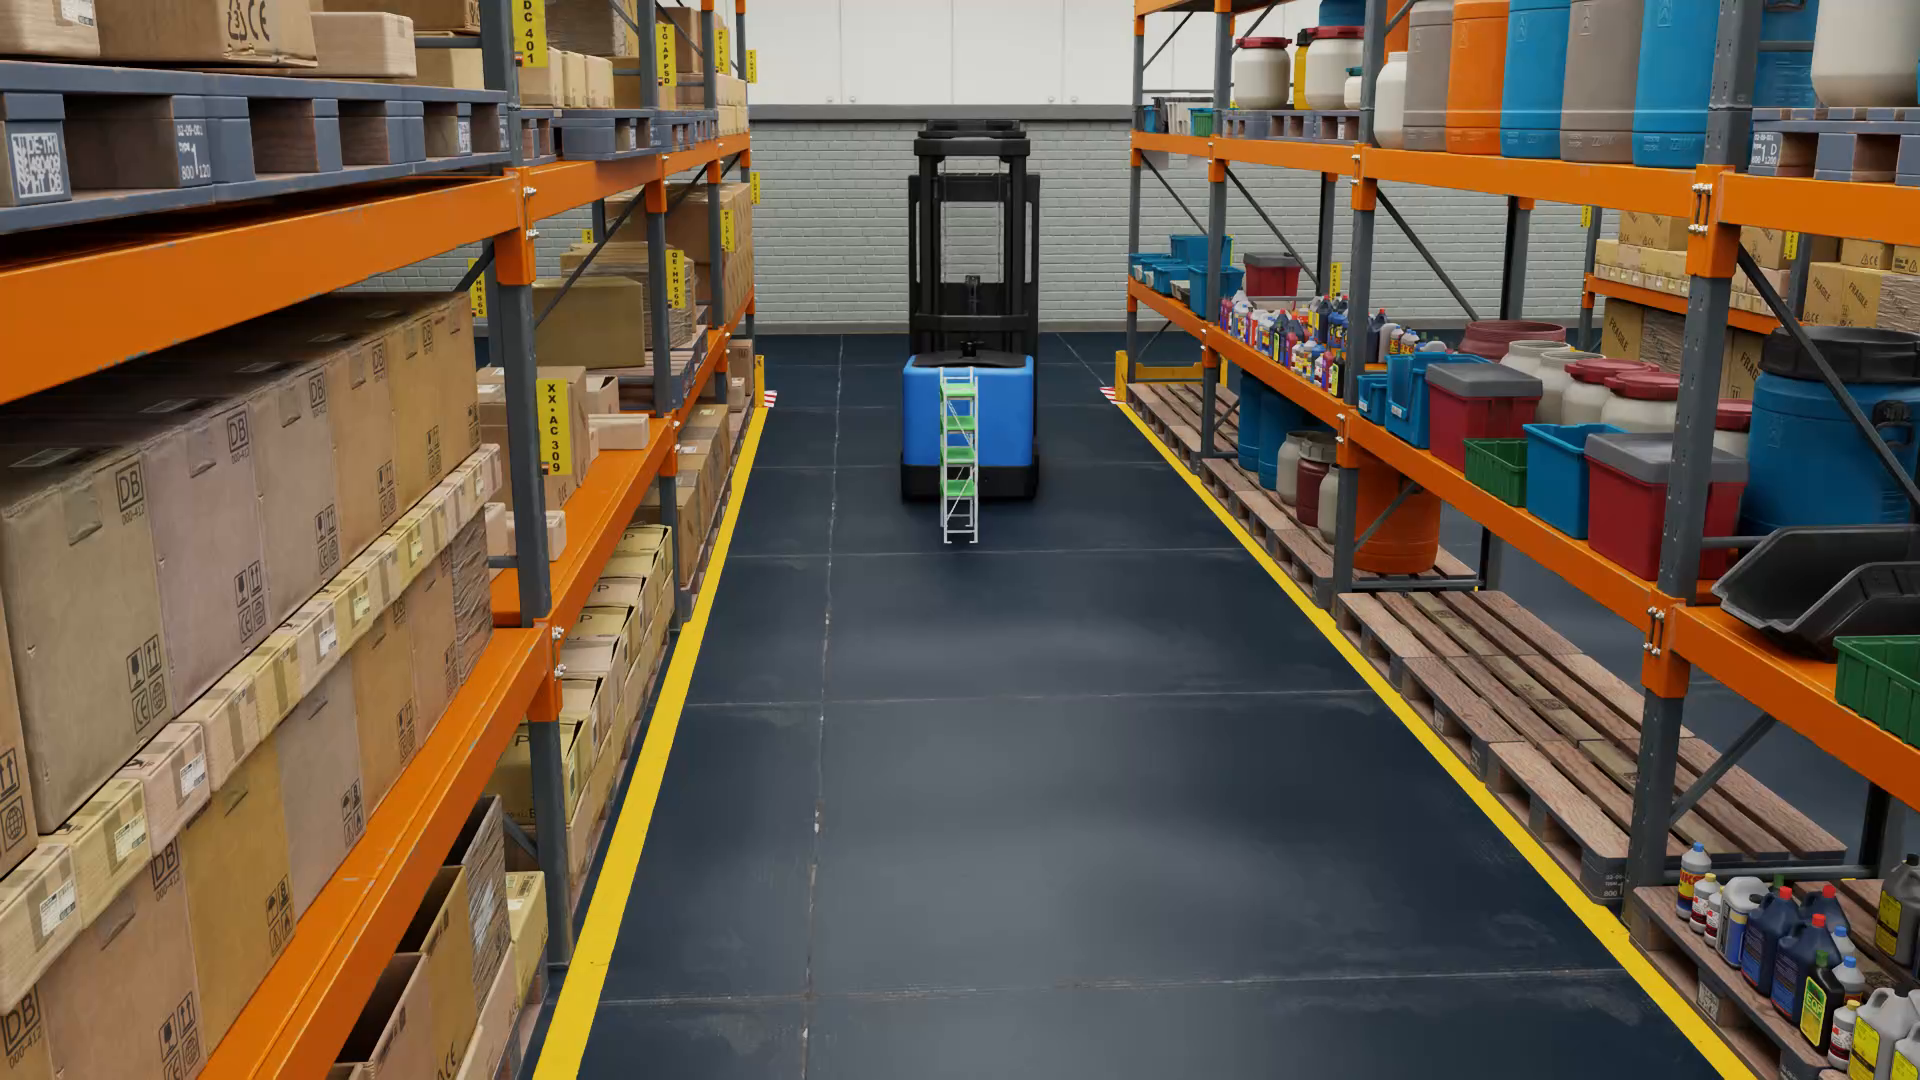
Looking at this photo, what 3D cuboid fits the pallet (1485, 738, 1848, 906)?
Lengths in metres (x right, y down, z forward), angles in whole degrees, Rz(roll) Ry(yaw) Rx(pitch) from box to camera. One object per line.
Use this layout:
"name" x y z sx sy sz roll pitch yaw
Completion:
"pallet" 2.940 1.168 7.063 1.003 0.211 1.213 -1 14 -3

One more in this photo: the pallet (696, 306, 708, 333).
"pallet" -2.472 -1.608 12.643 1.003 0.211 1.213 -1 14 -3

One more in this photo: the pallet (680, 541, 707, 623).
"pallet" -2.173 0.257 10.603 1.003 0.211 1.213 -1 14 -3

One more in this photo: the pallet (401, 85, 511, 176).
"pallet" -1.838 -1.110 4.479 1.003 0.211 1.213 -1 14 -3

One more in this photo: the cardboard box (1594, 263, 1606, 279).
"cardboard box" 6.920 -2.833 17.523 0.380 0.149 0.250 -1 14 -3

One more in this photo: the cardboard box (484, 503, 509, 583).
"cardboard box" -1.991 0.039 6.157 0.500 0.250 0.500 0 14 0

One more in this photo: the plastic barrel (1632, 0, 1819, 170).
"plastic barrel" 2.779 -1.806 6.001 0.600 0.901 0.708 -1 14 -3

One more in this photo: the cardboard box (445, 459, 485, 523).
"cardboard box" -1.673 -0.149 5.083 0.380 0.149 0.250 -1 14 -5

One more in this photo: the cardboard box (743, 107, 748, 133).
"cardboard box" -2.365 -4.153 16.428 0.500 0.250 0.500 -1 14 -3

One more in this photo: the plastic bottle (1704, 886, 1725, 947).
"plastic bottle" 2.622 1.291 5.722 0.097 0.201 0.097 0 14 0

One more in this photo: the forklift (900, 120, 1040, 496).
"forklift" 0.128 -2.073 14.203 1.130 2.935 3.031 1 14 3

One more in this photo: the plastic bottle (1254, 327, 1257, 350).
"plastic bottle" 2.218 -1.500 12.237 0.097 0.201 0.097 0 14 0

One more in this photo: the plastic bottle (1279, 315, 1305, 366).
"plastic bottle" 2.290 -1.377 11.458 0.144 0.351 0.185 -1 14 -3

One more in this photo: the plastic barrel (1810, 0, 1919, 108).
"plastic barrel" 2.858 -1.588 5.091 0.421 0.512 0.421 0 14 0

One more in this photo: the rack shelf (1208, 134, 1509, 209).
"rack shelf" 2.656 -2.584 11.474 1.077 0.370 4.000 -1 14 -3

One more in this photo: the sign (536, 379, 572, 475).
"sign" -1.363 -0.379 5.582 0.100 0.325 0.005 -1 14 -3

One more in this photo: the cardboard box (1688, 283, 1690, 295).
"cardboard box" 7.049 -2.322 15.537 0.380 0.149 0.250 -1 14 -4

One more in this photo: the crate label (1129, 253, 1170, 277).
"crate label" 1.971 -2.854 17.313 0.416 0.233 0.303 -1 14 -3

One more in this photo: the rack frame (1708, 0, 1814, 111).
"rack frame" 3.028 -2.893 5.211 1.000 3.000 0.127 -1 14 -3

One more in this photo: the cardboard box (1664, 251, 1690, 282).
"cardboard box" 7.092 -2.613 15.864 0.500 0.250 0.500 -1 14 -5

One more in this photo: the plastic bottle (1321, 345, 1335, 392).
"plastic bottle" 2.315 -1.077 10.428 0.061 0.283 0.133 -1 14 -3

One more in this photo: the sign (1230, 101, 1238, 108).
"sign" 2.832 -4.387 17.246 0.100 0.325 0.005 -1 14 -3

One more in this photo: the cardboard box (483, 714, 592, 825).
"cardboard box" -1.694 0.838 6.300 0.500 0.311 0.500 -1 14 -3

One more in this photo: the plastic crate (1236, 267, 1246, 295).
"plastic crate" 2.621 -2.332 15.186 0.437 0.282 0.530 -1 14 -3

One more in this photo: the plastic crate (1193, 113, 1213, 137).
"plastic crate" 2.204 -3.428 13.735 0.450 0.188 0.662 -1 14 -3

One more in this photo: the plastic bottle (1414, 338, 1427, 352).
"plastic bottle" 3.006 -1.176 10.836 0.097 0.271 0.097 0 14 0

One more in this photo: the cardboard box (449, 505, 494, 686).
"cardboard box" -1.883 0.150 5.224 0.700 0.500 0.500 -1 14 -5

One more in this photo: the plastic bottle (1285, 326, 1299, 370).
"plastic bottle" 2.258 -1.304 11.310 0.061 0.283 0.133 -1 14 -3

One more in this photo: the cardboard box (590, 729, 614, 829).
"cardboard box" -1.725 0.985 6.854 0.500 0.250 0.500 -1 14 -2

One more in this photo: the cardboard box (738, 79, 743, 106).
"cardboard box" -2.342 -4.270 15.882 0.500 0.250 0.500 -1 14 -3

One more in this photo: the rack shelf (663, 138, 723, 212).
"rack shelf" -2.288 -2.509 11.180 1.077 0.370 4.000 -1 14 -3

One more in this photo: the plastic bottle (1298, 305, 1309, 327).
"plastic bottle" 2.756 -1.781 13.329 0.097 0.201 0.097 0 14 0

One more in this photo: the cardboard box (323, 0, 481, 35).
"cardboard box" -1.915 -2.013 5.763 0.500 0.500 0.500 -1 14 -3

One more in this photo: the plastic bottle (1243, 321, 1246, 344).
"plastic bottle" 2.195 -1.591 12.590 0.097 0.201 0.097 0 14 0

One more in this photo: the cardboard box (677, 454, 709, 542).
"cardboard box" -1.971 -0.282 11.236 0.500 0.500 0.500 -1 14 -4

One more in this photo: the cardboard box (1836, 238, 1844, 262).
"cardboard box" 7.701 -2.611 14.355 0.500 0.500 0.500 -1 14 -3

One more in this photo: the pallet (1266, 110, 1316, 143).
"pallet" 2.751 -2.863 11.493 1.003 0.211 1.213 -1 14 -3

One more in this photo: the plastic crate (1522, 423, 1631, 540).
"plastic crate" 2.649 -0.249 7.008 0.392 0.384 0.575 -1 14 -3

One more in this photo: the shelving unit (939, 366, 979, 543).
"shelving unit" -0.010 -0.622 12.037 0.258 1.200 0.503 -1 14 -3

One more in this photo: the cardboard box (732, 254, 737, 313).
"cardboard box" -2.207 -2.208 14.389 0.500 0.500 0.500 -1 14 -2

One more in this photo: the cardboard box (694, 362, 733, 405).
"cardboard box" -2.534 -1.373 15.470 0.797 0.503 0.637 -1 14 -3

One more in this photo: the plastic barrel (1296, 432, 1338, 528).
"plastic barrel" 2.662 -0.420 11.637 0.600 0.588 0.708 -1 14 -3

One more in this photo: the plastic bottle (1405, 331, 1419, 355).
"plastic bottle" 3.044 -1.268 11.192 0.097 0.271 0.097 0 14 0

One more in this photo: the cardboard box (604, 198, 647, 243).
"cardboard box" -2.702 -2.556 13.734 0.500 0.500 0.500 -1 14 -3

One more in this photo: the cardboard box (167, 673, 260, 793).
"cardboard box" -1.544 0.362 3.095 0.380 0.149 0.250 -1 14 -5

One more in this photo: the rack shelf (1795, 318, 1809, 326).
"rack shelf" 7.599 -1.208 12.145 1.077 0.370 4.000 -1 14 -3

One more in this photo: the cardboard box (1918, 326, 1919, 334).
"cardboard box" 7.354 -1.606 12.048 0.500 0.500 0.500 -1 14 -2

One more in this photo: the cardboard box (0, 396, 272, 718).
"cardboard box" -1.758 0.020 3.123 0.700 0.500 0.500 -1 14 -3

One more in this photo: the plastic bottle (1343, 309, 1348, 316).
"plastic bottle" 2.933 -1.608 12.505 0.152 0.276 0.135 -1 14 -3

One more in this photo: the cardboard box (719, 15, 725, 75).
"cardboard box" -2.407 -4.258 14.329 0.700 0.500 0.500 -1 14 -3

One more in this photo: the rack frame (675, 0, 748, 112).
"rack frame" -2.660 -5.802 16.517 1.000 3.000 0.127 -1 14 -3

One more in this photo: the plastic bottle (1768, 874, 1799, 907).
"plastic bottle" 2.763 1.279 5.604 0.061 0.283 0.133 -1 14 -3

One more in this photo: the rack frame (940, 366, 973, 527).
"rack frame" -0.025 -0.683 12.273 0.240 1.200 0.015 -1 14 -3
